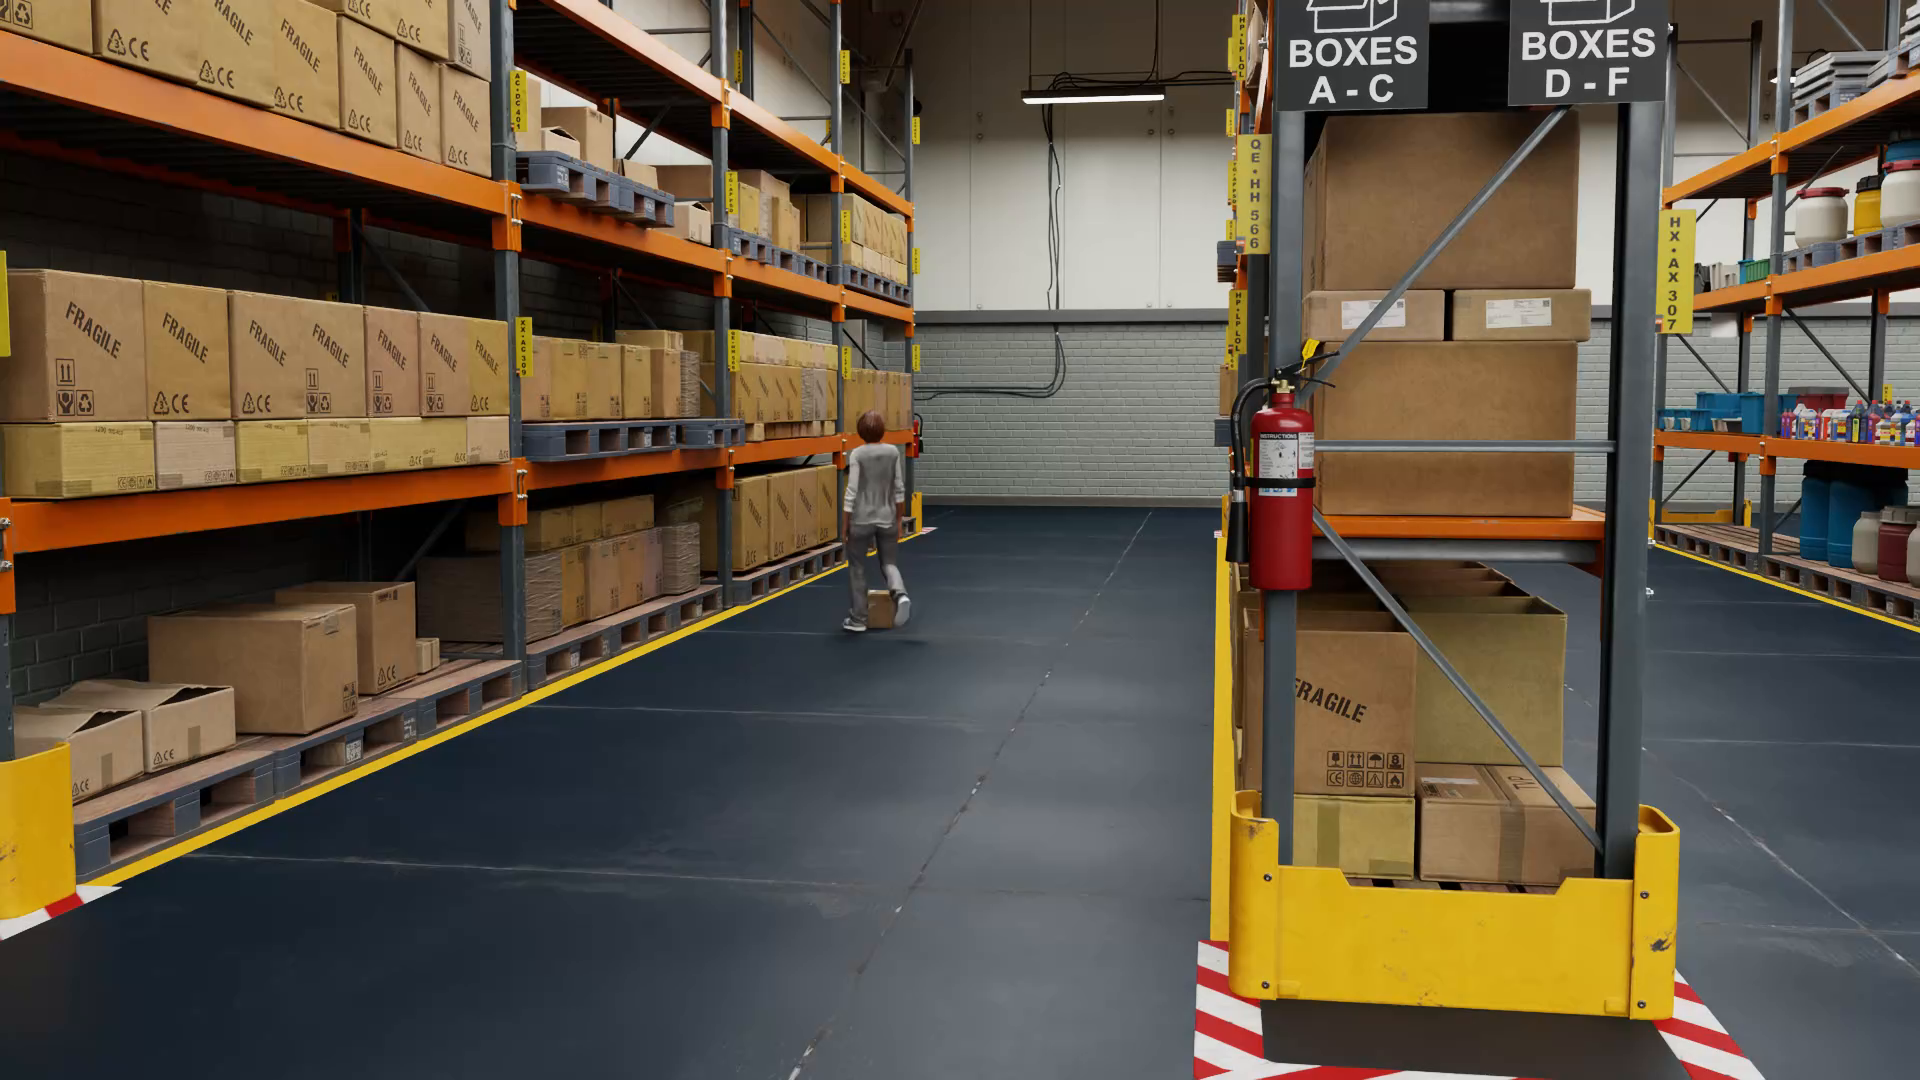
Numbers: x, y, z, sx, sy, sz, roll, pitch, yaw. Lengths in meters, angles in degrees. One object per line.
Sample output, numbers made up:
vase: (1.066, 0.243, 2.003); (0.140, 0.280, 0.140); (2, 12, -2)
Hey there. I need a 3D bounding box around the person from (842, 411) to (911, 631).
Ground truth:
person: (-0.616, -0.116, 11.661); (0.440, 1.552, 0.736); (-2, 5, -22)
